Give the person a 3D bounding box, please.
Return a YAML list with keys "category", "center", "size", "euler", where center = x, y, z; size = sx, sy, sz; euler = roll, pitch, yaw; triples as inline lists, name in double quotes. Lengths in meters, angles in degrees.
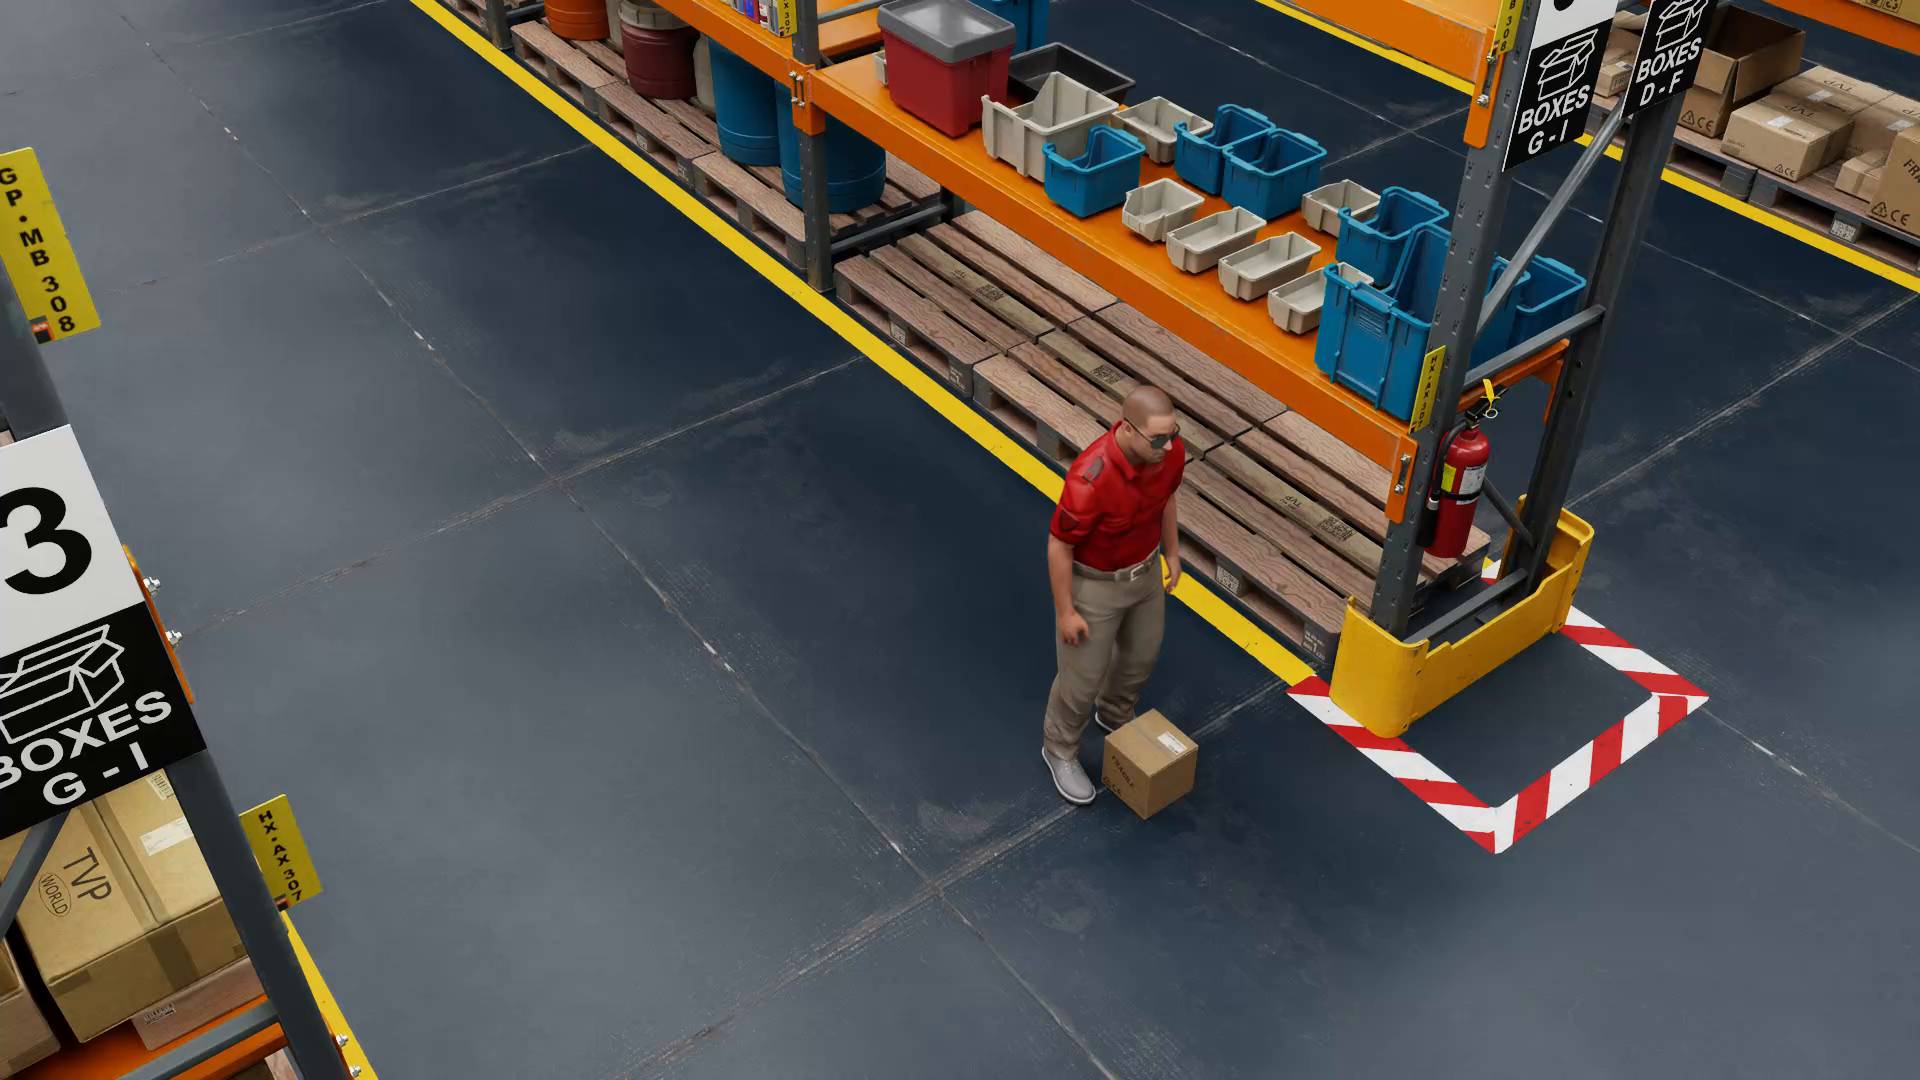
- category: "person"
  center: [0.561, 0.154, 5.984]
  size: [0.594, 1.727, 0.386]
  euler: [-27, 47, -29]
